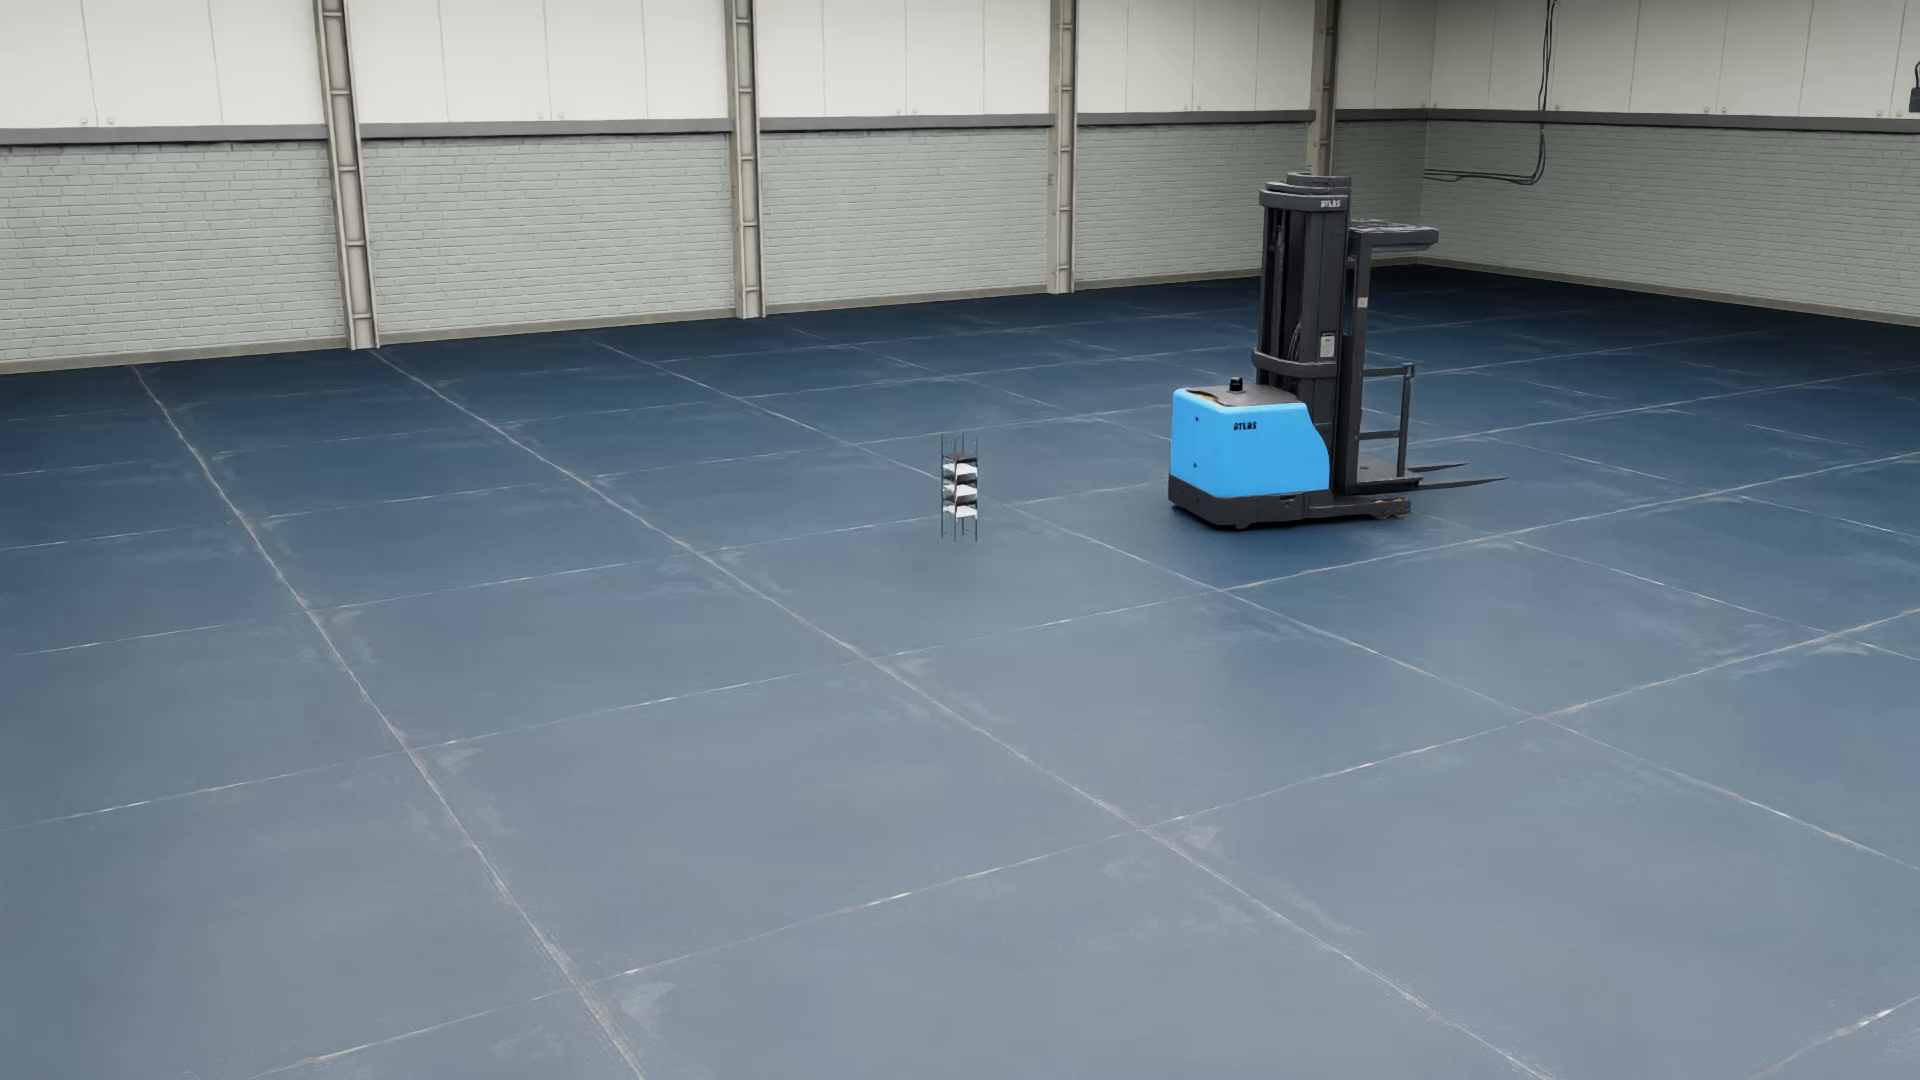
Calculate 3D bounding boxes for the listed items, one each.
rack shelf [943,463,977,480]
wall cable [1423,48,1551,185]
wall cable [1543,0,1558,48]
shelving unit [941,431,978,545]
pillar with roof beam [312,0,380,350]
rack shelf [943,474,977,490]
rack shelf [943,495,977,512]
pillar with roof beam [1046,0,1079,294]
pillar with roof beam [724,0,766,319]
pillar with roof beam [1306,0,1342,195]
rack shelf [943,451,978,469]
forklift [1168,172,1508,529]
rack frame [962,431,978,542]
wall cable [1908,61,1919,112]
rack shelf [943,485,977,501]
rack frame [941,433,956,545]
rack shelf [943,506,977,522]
[{"bbox_3d":[-0.007,-0.573,13.745,0.200,0.077,0.258,-9,18,-30],"label":"rack shelf"},{"bbox_3d":[10.134,-8.190,32.206,0.112,2.526,3.097,-9,18,-30],"label":"wall cable"},{"bbox_3d":[11.527,-9.995,29.291,0.112,2.526,3.097,-9,18,-30],"label":"wall cable"},{"bbox_3d":[-0.007,-0.432,13.784,0.210,0.900,0.258,-9,18,-30],"label":"shelving unit"},{"bbox_3d":[-6.284,-6.083,18.938,0.400,9.000,9.100,-9,18,-30],"label":"pillar with roof beam"},{"bbox_3d":[-0.007,-0.487,13.769,0.200,0.077,0.258,-9,18,-30],"label":"rack shelf"},{"bbox_3d":[-0.007,-0.313,13.818,0.200,0.077,0.258,-9,18,-30],"label":"rack shelf"},{"bbox_3d":[4.002,-7.751,24.889,0.400,9.000,9.100,-9,18,-30],"label":"pillar with roof beam"},{"bbox_3d":[-1.141,-6.917,21.913,0.400,9.000,9.100,-9,18,-30],"label":"pillar with roof beam"},{"bbox_3d":[9.145,-8.585,27.864,0.400,9.000,9.100,-9,18,-30],"label":"pillar with roof beam"},{"bbox_3d":[-0.007,-0.660,13.720,0.200,0.077,0.258,-9,18,-30],"label":"rack shelf"},{"bbox_3d":[3.444,-1.721,14.619,3.031,2.935,1.130,-5,16,-18],"label":"forklift"},{"bbox_3d":[0.080,-0.446,13.835,0.006,0.900,0.240,-9,18,-30],"label":"rack frame"},{"bbox_3d":[15.010,-9.124,23.484,0.169,6.003,2.305,-9,18,-30],"label":"wall cable"},{"bbox_3d":[-0.007,-0.400,13.793,0.200,0.077,0.258,-9,18,-30],"label":"rack shelf"},{"bbox_3d":[-0.094,-0.418,13.734,0.006,0.900,0.240,-9,18,-30],"label":"rack frame"},{"bbox_3d":[-0.007,-0.227,13.842,0.200,0.077,0.258,-9,18,-30],"label":"rack shelf"}]
